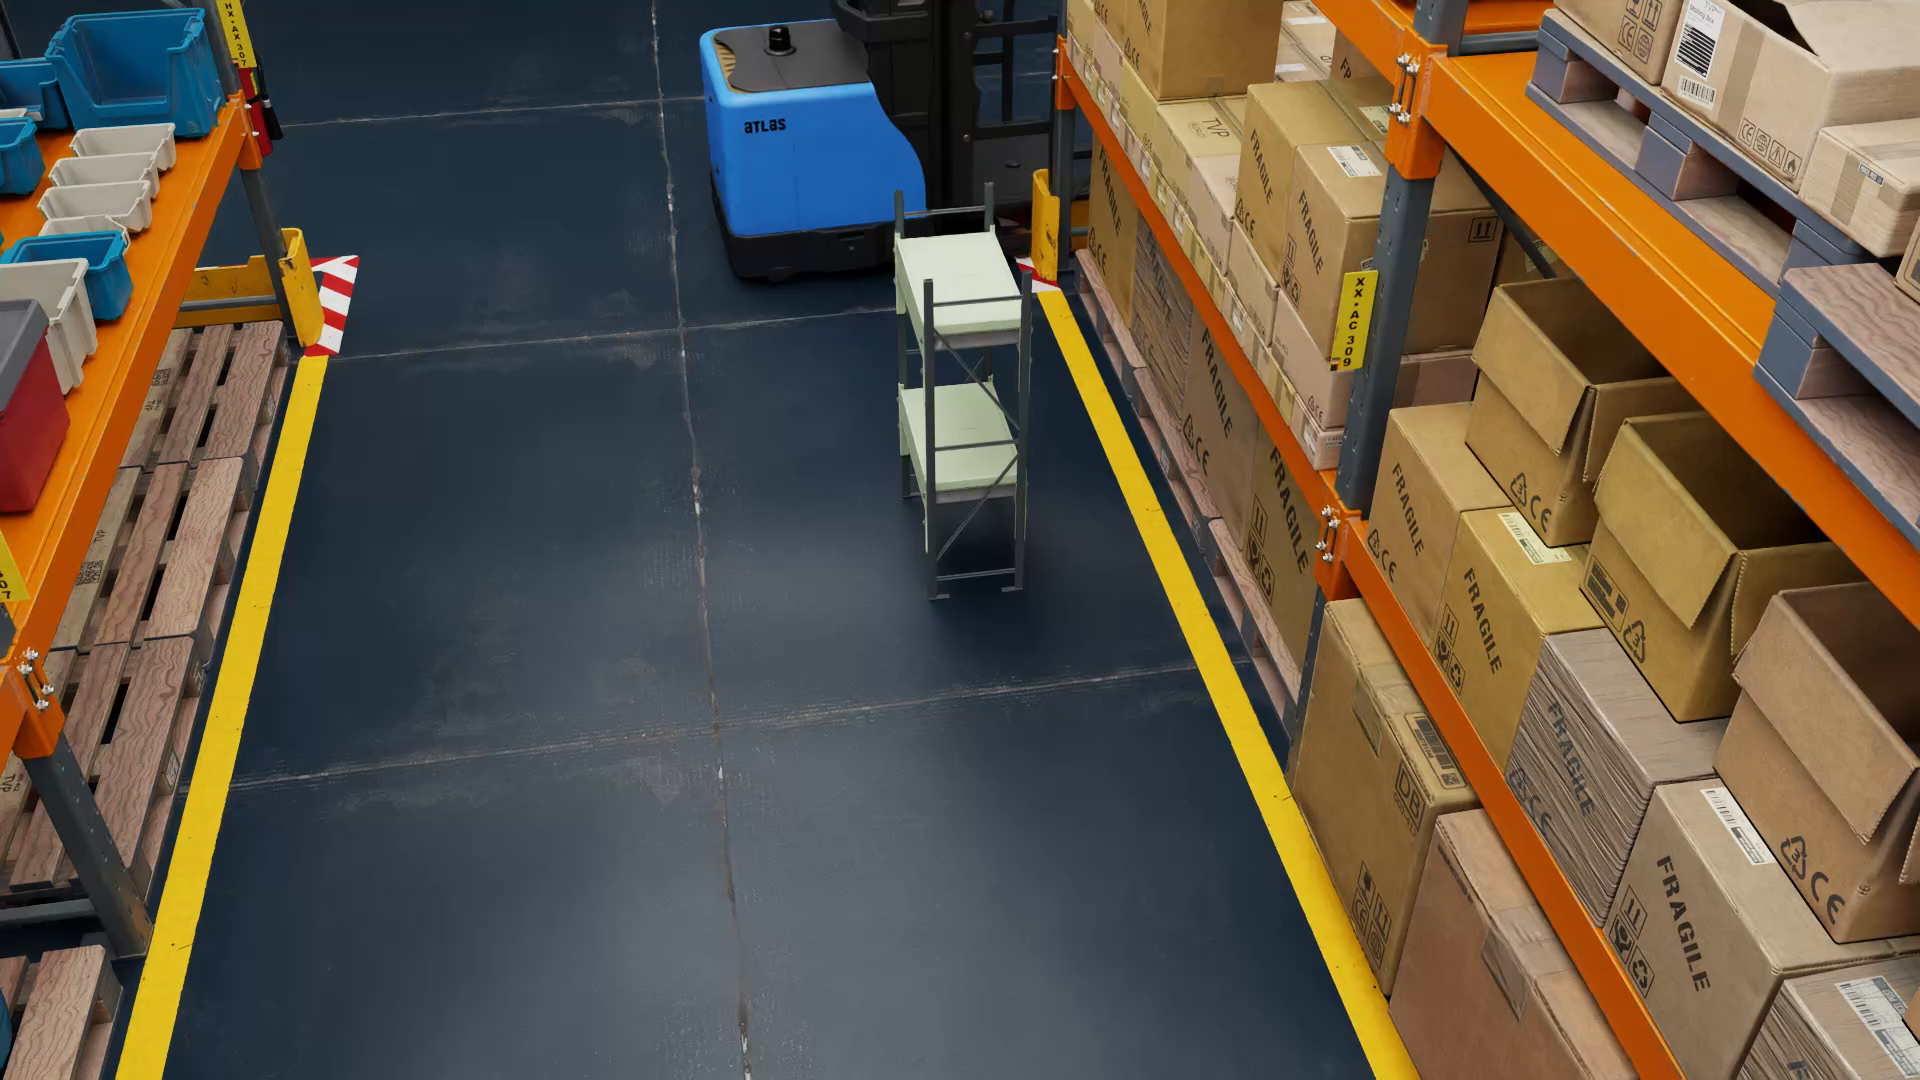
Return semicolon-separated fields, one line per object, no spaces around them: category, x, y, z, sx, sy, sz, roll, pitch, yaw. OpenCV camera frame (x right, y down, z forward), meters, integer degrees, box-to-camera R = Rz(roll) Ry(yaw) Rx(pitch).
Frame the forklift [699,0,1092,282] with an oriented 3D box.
forklift;0.136;-3.030;8.761;3.031;2.935;1.130;-8;39;-11

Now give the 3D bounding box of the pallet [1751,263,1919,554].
pallet;2.032;-0.077;2.614;1.003;0.211;1.213;-5;38;-6

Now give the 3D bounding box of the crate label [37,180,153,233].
crate label;-3.452;-1.313;6.661;0.396;0.136;0.243;-6;38;-8

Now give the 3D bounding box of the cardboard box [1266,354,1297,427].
cardboard box;1.274;-0.531;5.693;0.380;0.149;0.250;-6;38;-7

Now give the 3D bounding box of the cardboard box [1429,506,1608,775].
cardboard box;1.619;0.244;4.410;0.500;0.500;0.500;-6;38;-8

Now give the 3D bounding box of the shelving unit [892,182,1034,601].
shelving unit;0.001;-0.588;6.785;0.431;1.500;0.755;-6;38;-8

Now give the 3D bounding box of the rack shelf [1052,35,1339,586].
rack shelf;1.344;-1.249;6.999;1.077;0.370;4.000;-6;38;-8

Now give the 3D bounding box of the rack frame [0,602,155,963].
rack frame;-3.181;0.208;4.538;1.000;3.000;0.127;-6;38;-8

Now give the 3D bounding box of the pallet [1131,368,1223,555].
pallet;1.422;-0.430;7.631;1.003;0.211;1.213;-6;38;-8

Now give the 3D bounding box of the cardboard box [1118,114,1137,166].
cardboard box;0.913;-1.771;7.290;0.380;0.149;0.250;-7;38;-9

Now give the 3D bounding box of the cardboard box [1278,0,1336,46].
cardboard box;1.428;-2.229;7.554;0.500;0.250;0.500;-7;38;-9

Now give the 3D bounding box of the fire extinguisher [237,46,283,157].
fire extinguisher;-3.461;-2.171;7.966;0.296;0.674;0.183;-6;38;-8

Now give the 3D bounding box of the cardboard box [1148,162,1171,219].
cardboard box;1.002;-1.463;6.893;0.380;0.149;0.250;-7;38;-9

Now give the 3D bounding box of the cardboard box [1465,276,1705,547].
cardboard box;1.815;-0.376;4.390;0.797;0.503;0.637;-7;38;-9

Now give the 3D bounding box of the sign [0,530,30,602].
sign;-2.639;0.040;4.527;0.100;0.325;0.005;-6;38;-8

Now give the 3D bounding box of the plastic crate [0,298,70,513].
plastic crate;-3.091;-0.408;5.229;0.402;0.464;0.583;-6;38;-8

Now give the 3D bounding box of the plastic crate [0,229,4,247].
plastic crate;-3.932;-1.186;6.419;0.416;0.233;0.300;-6;38;-8

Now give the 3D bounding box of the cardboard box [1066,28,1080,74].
cardboard box;0.731;-2.392;8.089;0.380;0.149;0.250;-6;38;-7

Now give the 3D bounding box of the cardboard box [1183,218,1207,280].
cardboard box;1.093;-1.151;6.491;0.380;0.149;0.250;-7;38;-9

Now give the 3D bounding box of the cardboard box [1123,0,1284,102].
cardboard box;0.997;-2.162;6.857;0.500;0.500;0.500;-7;38;-9

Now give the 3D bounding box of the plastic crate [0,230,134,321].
plastic crate;-3.270;-0.953;6.119;0.416;0.233;0.300;-6;38;-8

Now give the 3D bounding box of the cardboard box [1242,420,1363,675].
cardboard box;1.658;-0.059;6.271;0.875;0.875;0.875;-6;38;-8

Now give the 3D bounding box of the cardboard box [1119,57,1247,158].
cardboard box;0.994;-1.863;7.083;0.500;0.250;0.500;-7;38;-9

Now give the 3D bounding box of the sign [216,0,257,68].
sign;-3.344;-2.342;7.686;0.100;0.325;0.005;-6;38;-8

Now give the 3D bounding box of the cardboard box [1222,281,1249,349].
cardboard box;1.184;-0.841;6.092;0.380;0.149;0.250;-6;38;-7

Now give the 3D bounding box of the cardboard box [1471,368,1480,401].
cardboard box;1.871;-0.695;5.580;0.500;0.250;0.500;-7;38;-9

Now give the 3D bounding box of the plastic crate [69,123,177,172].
plastic crate;-3.561;-1.655;7.101;0.396;0.136;0.243;-6;38;-8

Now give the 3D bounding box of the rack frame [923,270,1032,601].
rack frame;0.065;-0.367;6.500;0.400;1.500;0.023;-6;38;-8

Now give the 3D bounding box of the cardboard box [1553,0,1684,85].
cardboard box;1.807;-1.366;3.694;0.700;0.500;0.500;-5;38;-7

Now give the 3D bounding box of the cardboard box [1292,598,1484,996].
cardboard box;1.827;0.733;5.252;1.225;0.875;0.875;-6;38;-8

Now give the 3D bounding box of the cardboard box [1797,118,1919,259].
cardboard box;1.808;-0.661;3.073;0.380;0.149;0.250;-8;39;-10

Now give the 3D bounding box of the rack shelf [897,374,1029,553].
rack shelf;0.001;-0.331;6.985;0.431;0.370;0.720;-6;38;-8

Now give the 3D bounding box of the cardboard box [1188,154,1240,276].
cardboard box;1.176;-1.242;6.284;0.500;0.250;0.500;-5;38;-7

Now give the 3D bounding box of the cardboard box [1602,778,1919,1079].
cardboard box;1.802;0.858;3.620;0.500;0.500;0.500;-6;38;-7

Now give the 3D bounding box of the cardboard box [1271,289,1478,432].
cardboard box;1.359;-0.622;5.485;0.500;0.250;0.500;-7;38;-9

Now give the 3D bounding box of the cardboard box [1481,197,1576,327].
cardboard box;1.863;-0.996;5.356;0.500;0.500;0.500;-6;38;-8

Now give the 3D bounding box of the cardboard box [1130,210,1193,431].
cardboard box;1.344;-1.140;7.662;0.875;0.875;0.875;-6;38;-8

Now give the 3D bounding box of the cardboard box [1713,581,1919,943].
cardboard box;2.048;0.414;3.373;0.797;0.503;0.637;-5;38;-6

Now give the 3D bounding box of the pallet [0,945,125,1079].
pallet;-3.087;1.779;4.788;1.003;0.211;1.213;-6;38;-8

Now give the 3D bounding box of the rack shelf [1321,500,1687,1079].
rack shelf;2.046;1.167;3.889;1.077;0.370;4.000;-6;38;-8

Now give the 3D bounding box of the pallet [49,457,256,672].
pallet;-3.566;0.130;6.910;1.003;0.211;1.213;-6;38;-8

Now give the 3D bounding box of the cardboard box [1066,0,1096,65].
cardboard box;0.812;-2.480;7.877;0.500;0.250;0.500;-7;38;-9

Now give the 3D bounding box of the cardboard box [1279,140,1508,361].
cardboard box;1.351;-0.928;5.268;0.500;0.500;0.500;-5;38;-7

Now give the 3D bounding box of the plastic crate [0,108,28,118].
plastic crate;-4.189;-1.741;7.212;0.250;0.136;0.298;-6;38;-8

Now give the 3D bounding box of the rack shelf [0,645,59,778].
rack shelf;-2.831;1.700;3.203;1.077;0.370;4.000;-6;38;-8

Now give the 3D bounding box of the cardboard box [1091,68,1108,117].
cardboard box;0.823;-2.083;7.690;0.380;0.149;0.250;-7;38;-9

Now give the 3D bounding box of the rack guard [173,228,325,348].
rack guard;-3.899;-1.234;8.431;1.175;0.500;0.348;-6;38;-8

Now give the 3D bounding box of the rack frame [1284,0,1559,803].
rack frame;1.695;-0.325;5.223;1.000;3.000;0.127;-6;38;-8
